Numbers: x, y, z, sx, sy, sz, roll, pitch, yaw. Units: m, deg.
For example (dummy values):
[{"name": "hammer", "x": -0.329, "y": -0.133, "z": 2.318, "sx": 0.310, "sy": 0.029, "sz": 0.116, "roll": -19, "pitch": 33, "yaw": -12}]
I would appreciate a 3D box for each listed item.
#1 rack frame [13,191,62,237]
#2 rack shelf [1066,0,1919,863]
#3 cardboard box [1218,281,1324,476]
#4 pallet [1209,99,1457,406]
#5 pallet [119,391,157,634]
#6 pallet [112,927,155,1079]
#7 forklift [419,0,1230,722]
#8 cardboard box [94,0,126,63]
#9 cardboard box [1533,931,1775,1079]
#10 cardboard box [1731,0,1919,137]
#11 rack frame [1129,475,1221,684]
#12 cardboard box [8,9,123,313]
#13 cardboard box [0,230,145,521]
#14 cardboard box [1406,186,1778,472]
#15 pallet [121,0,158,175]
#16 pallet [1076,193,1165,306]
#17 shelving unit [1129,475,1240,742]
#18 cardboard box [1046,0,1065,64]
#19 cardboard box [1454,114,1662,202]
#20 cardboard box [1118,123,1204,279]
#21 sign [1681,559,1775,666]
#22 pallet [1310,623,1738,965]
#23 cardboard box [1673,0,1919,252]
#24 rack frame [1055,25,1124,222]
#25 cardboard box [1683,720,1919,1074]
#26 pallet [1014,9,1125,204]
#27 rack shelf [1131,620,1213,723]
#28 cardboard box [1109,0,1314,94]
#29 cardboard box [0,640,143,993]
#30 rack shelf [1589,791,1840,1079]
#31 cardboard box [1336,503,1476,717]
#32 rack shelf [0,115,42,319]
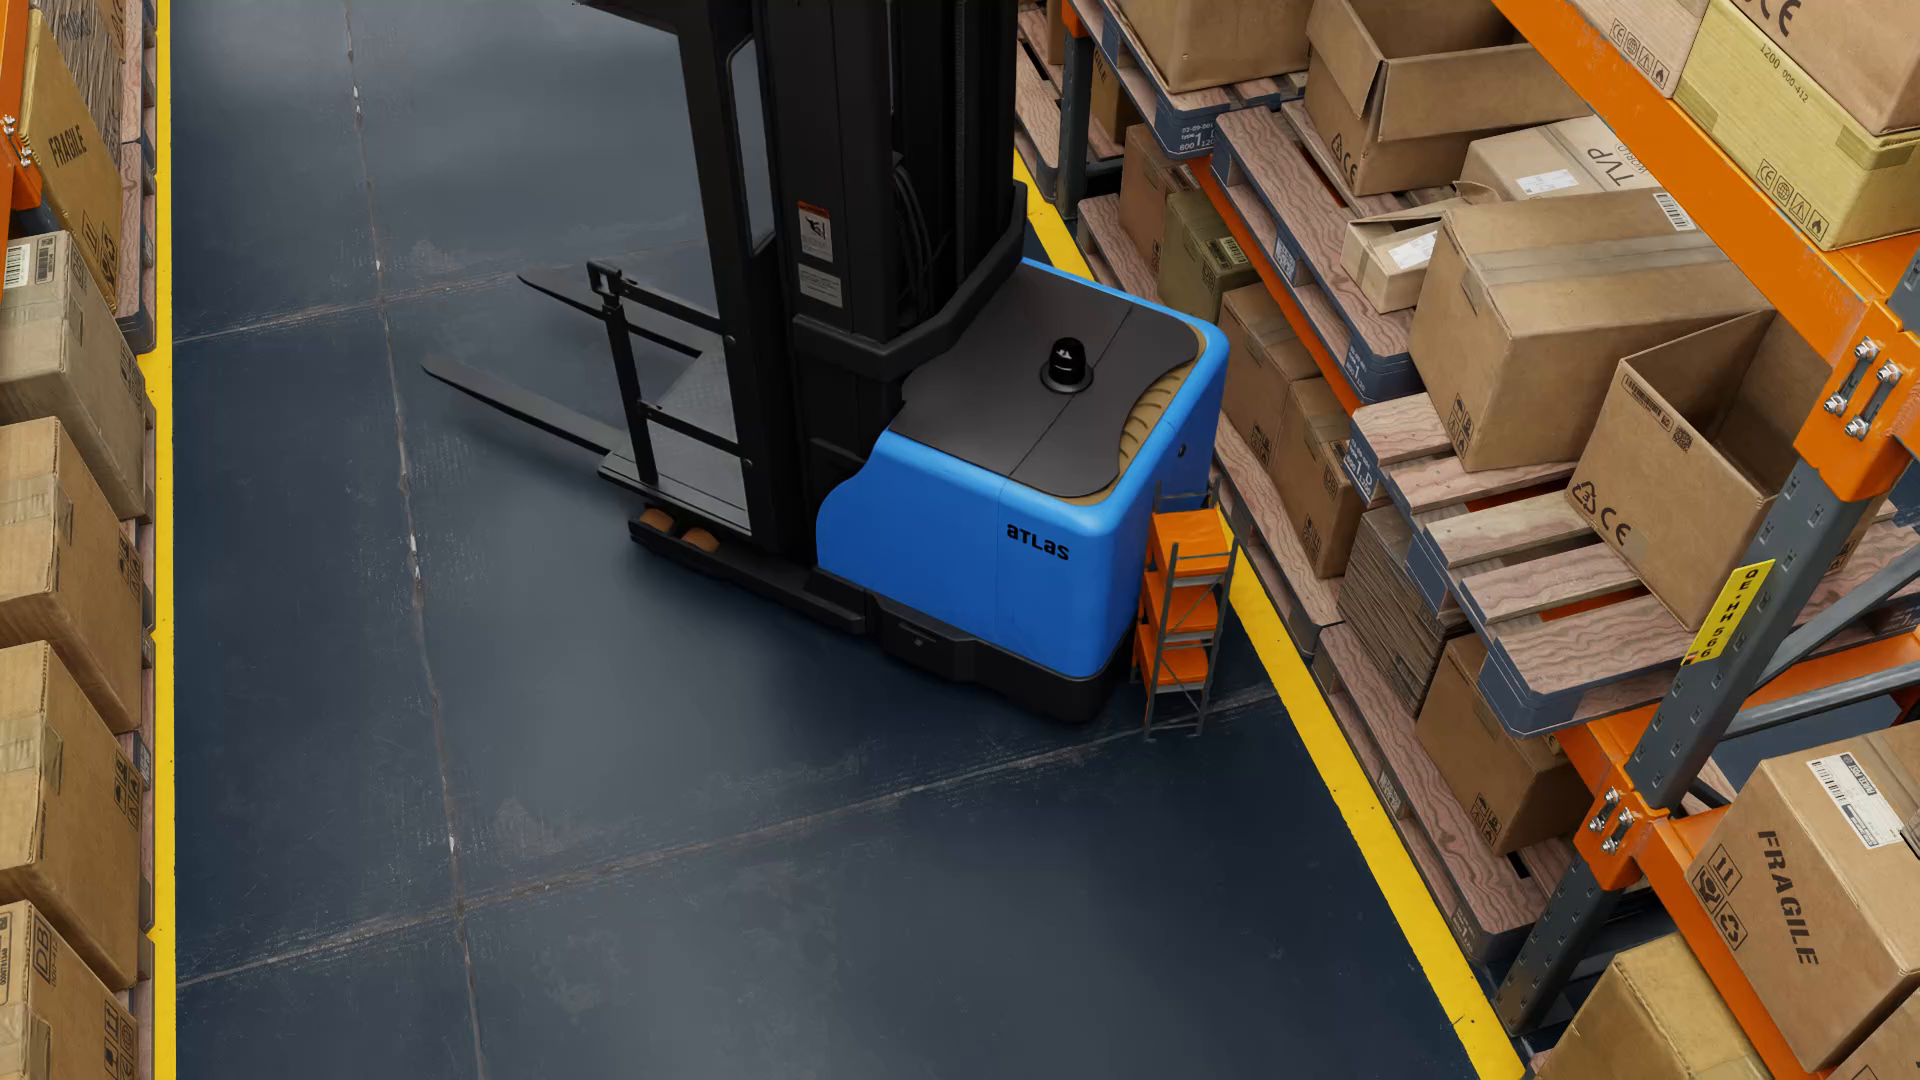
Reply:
[{"name": "rack frame", "x": -3.842, "y": -1.501, "z": 5.554, "sx": 1.000, "sy": 3.000, "sz": 0.127, "roll": -13, "pitch": 51, "yaw": -11}, {"name": "rack shelf", "x": 1.518, "y": -0.856, "z": 5.481, "sx": 1.077, "sy": 0.370, "sz": 4.000, "roll": -13, "pitch": 51, "yaw": -11}, {"name": "cardboard box", "x": 1.376, "y": -0.671, "z": 6.201, "sx": 0.700, "sy": 0.500, "sz": 0.500, "roll": -17, "pitch": 52, "yaw": -14}, {"name": "pallet", "x": 1.485, "y": -1.002, "z": 5.259, "sx": 1.003, "sy": 0.211, "sz": 1.213, "roll": -13, "pitch": 51, "yaw": -11}, {"name": "pallet", "x": -3.541, "y": -0.056, "z": 6.159, "sx": 1.003, "sy": 0.211, "sz": 1.213, "roll": -13, "pitch": 51, "yaw": -11}, {"name": "pallet", "x": -2.820, "y": 1.726, "z": 4.657, "sx": 1.003, "sy": 0.211, "sz": 1.213, "roll": -13, "pitch": 51, "yaw": -11}, {"name": "forklift", "x": -0.643, "y": -1.160, "z": 5.311, "sx": 3.031, "sy": 2.935, "sz": 1.130, "roll": 23, "pitch": 54, "yaw": 18}, {"name": "cardboard box", "x": -4.499, "y": -2.751, "z": 7.722, "sx": 0.875, "sy": 0.875, "sz": 0.875, "roll": -14, "pitch": 51, "yaw": -12}, {"name": "cardboard box", "x": 2.294, "y": 1.431, "z": 4.197, "sx": 1.225, "sy": 0.875, "sz": 0.875, "roll": -15, "pitch": 52, "yaw": -13}, {"name": "cardboard box", "x": 1.729, "y": -1.080, "z": 2.844, "sx": 0.500, "sy": 0.500, "sz": 0.500, "roll": -12, "pitch": 51, "yaw": -10}, {"name": "rack frame", "x": 0.692, "y": 0.154, "z": 5.433, "sx": 0.200, "sy": 1.050, "sz": 0.008, "roll": -5, "pitch": 50, "yaw": -5}, {"name": "cardboard box", "x": -3.961, "y": -1.427, "z": 6.606, "sx": 0.875, "sy": 0.875, "sz": 0.875, "roll": -13, "pitch": 51, "yaw": -10}, {"name": "cardboard box", "x": -3.572, "y": -0.479, "z": 5.888, "sx": 1.050, "sy": 0.750, "sz": 0.750, "roll": -14, "pitch": 51, "yaw": -11}, {"name": "cardboard box", "x": 1.651, "y": -0.566, "z": 4.425, "sx": 0.700, "sy": 0.500, "sz": 0.500, "roll": -7, "pitch": 50, "yaw": -6}, {"name": "pallet", "x": -4.356, "y": -2.068, "z": 7.856, "sx": 1.003, "sy": 0.211, "sz": 1.213, "roll": -13, "pitch": 51, "yaw": -11}, {"name": "pallet", "x": 1.158, "y": -1.082, "z": 7.024, "sx": 1.003, "sy": 0.211, "sz": 1.213, "roll": -13, "pitch": 51, "yaw": -11}, {"name": "shelving unit", "x": 0.708, "y": 0.247, "z": 5.355, "sx": 0.215, "sy": 1.050, "sz": 0.252, "roll": -5, "pitch": 50, "yaw": -5}, {"name": "cardboard box", "x": 0.670, "y": -2.597, "z": 7.837, "sx": 0.500, "sy": 0.500, "sz": 0.500, "roll": 1, "pitch": 50, "yaw": 1}, {"name": "cardboard box", "x": 1.833, "y": -0.991, "z": 4.947, "sx": 0.500, "sy": 0.250, "sz": 0.500, "roll": -15, "pitch": 51, "yaw": -12}, {"name": "cardboard box", "x": 1.088, "y": -1.432, "z": 6.842, "sx": 0.700, "sy": 0.500, "sz": 0.500, "roll": -17, "pitch": 52, "yaw": -14}, {"name": "sign", "x": 1.594, "y": 0.154, "z": 3.453, "sx": 0.100, "sy": 0.325, "sz": 0.005, "roll": -13, "pitch": 51, "yaw": -11}, {"name": "pallet", "x": 1.880, "y": 0.700, "z": 5.522, "sx": 1.003, "sy": 0.211, "sz": 1.213, "roll": -13, "pitch": 51, "yaw": -11}, {"name": "cardboard box", "x": 1.735, "y": -0.838, "z": 3.131, "sx": 0.500, "sy": 0.250, "sz": 0.500, "roll": -13, "pitch": 51, "yaw": -11}, {"name": "rack frame", "x": 0.927, "y": -2.549, "z": 6.437, "sx": 1.000, "sy": 3.000, "sz": 0.127, "roll": -13, "pitch": 51, "yaw": -11}, {"name": "cardboard box", "x": 1.993, "y": 0.757, "z": 3.585, "sx": 0.500, "sy": 0.500, "sz": 0.500, "roll": -12, "pitch": 51, "yaw": -10}, {"name": "pallet", "x": 0.694, "y": -2.133, "z": 7.910, "sx": 1.003, "sy": 0.211, "sz": 1.213, "roll": -13, "pitch": 51, "yaw": -11}, {"name": "rack shelf", "x": 0.708, "y": 0.433, "z": 5.576, "sx": 0.215, "sy": 0.259, "sz": 0.240, "roll": -5, "pitch": 50, "yaw": -5}, {"name": "cardboard box", "x": 1.028, "y": -2.266, "z": 5.531, "sx": 1.000, "sy": 1.000, "sz": 1.000, "roll": -13, "pitch": 51, "yaw": -11}, {"name": "cardboard box", "x": -3.014, "y": 0.907, "z": 4.720, "sx": 1.050, "sy": 0.750, "sz": 0.750, "roll": -13, "pitch": 51, "yaw": -10}, {"name": "rack shelf", "x": 2.701, "y": 2.065, "z": 3.018, "sx": 1.077, "sy": 0.370, "sz": 4.000, "roll": -13, "pitch": 51, "yaw": -11}, {"name": "cardboard box", "x": 1.716, "y": 0.149, "z": 5.509, "sx": 0.700, "sy": 0.500, "sz": 0.500, "roll": -17, "pitch": 52, "yaw": -14}, {"name": "rack shelf", "x": -3.250, "y": 0.191, "z": 4.597, "sx": 1.077, "sy": 0.370, "sz": 4.000, "roll": -13, "pitch": 51, "yaw": -11}]
